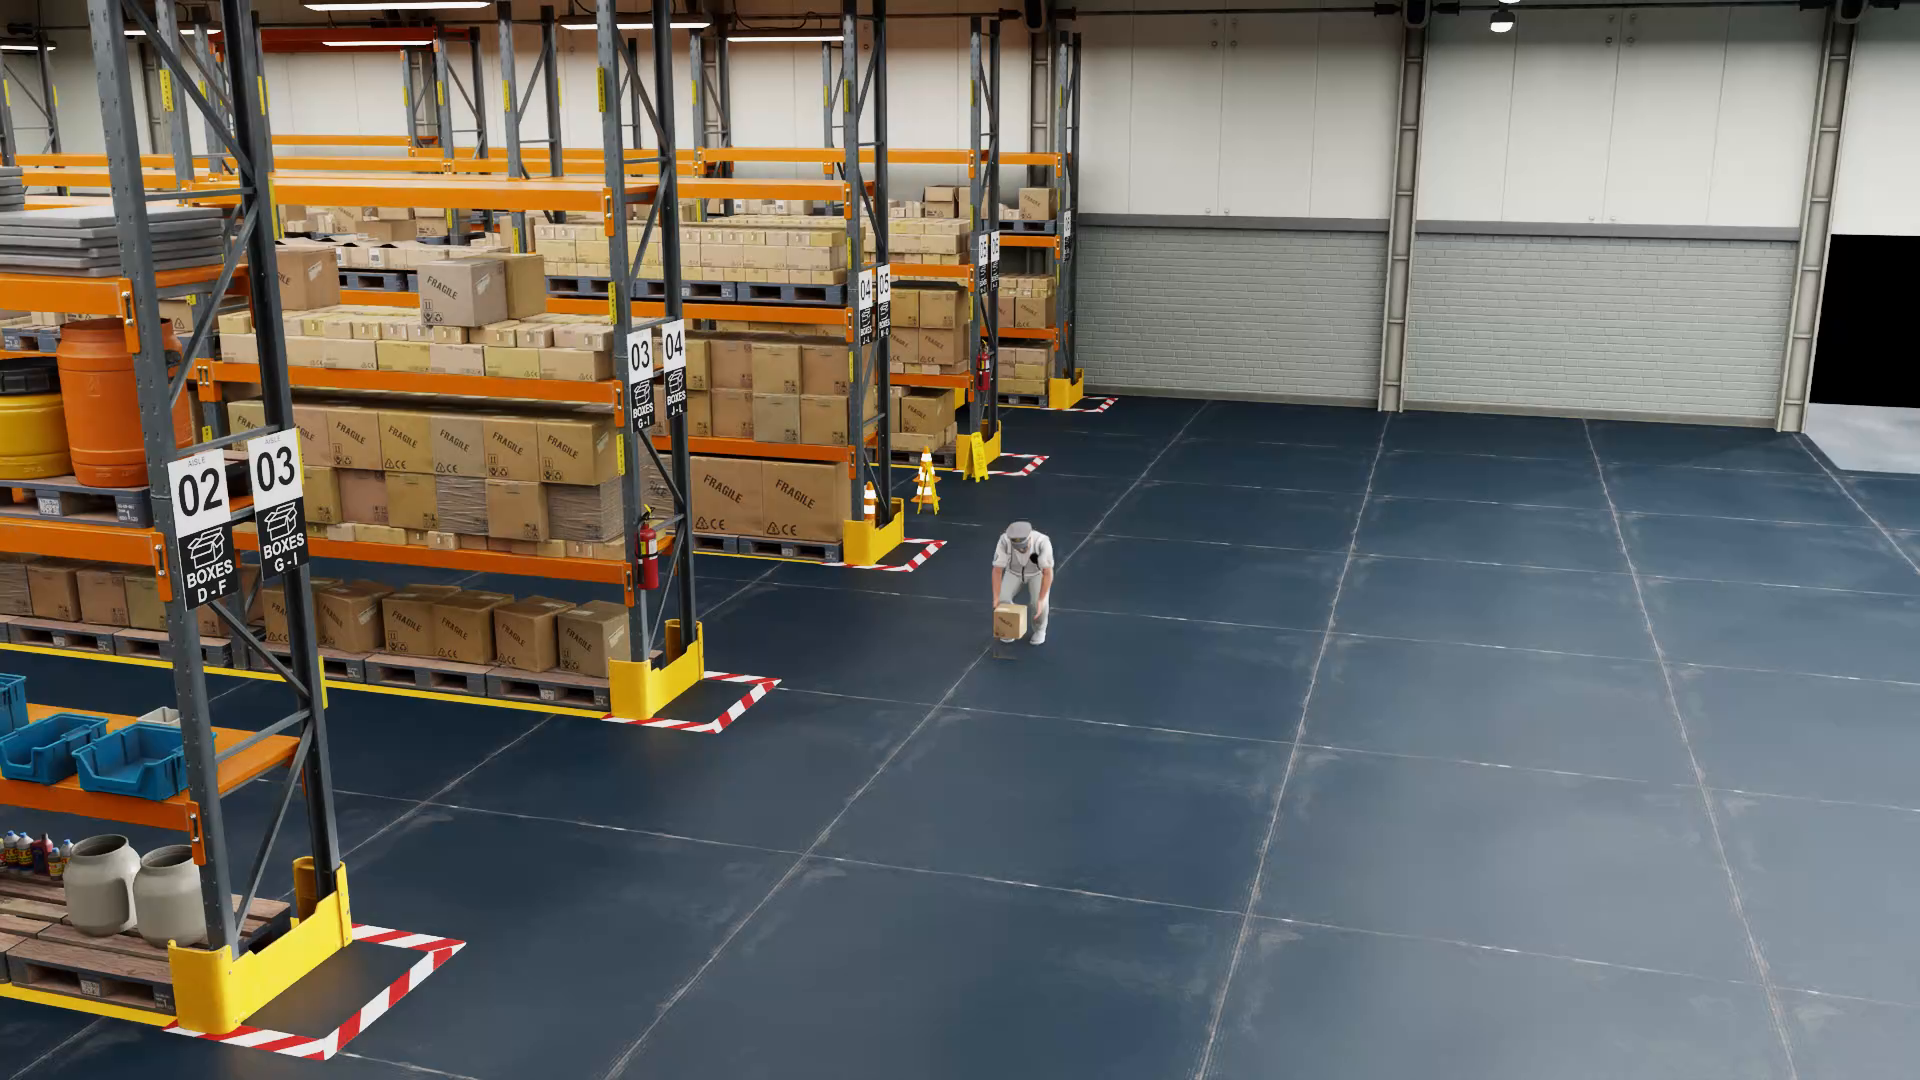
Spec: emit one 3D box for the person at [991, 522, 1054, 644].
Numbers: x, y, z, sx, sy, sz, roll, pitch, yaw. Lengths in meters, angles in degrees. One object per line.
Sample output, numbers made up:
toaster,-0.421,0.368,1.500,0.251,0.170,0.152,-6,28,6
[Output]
person,0.620,0.372,15.610,0.581,1.242,0.882,4,16,16
